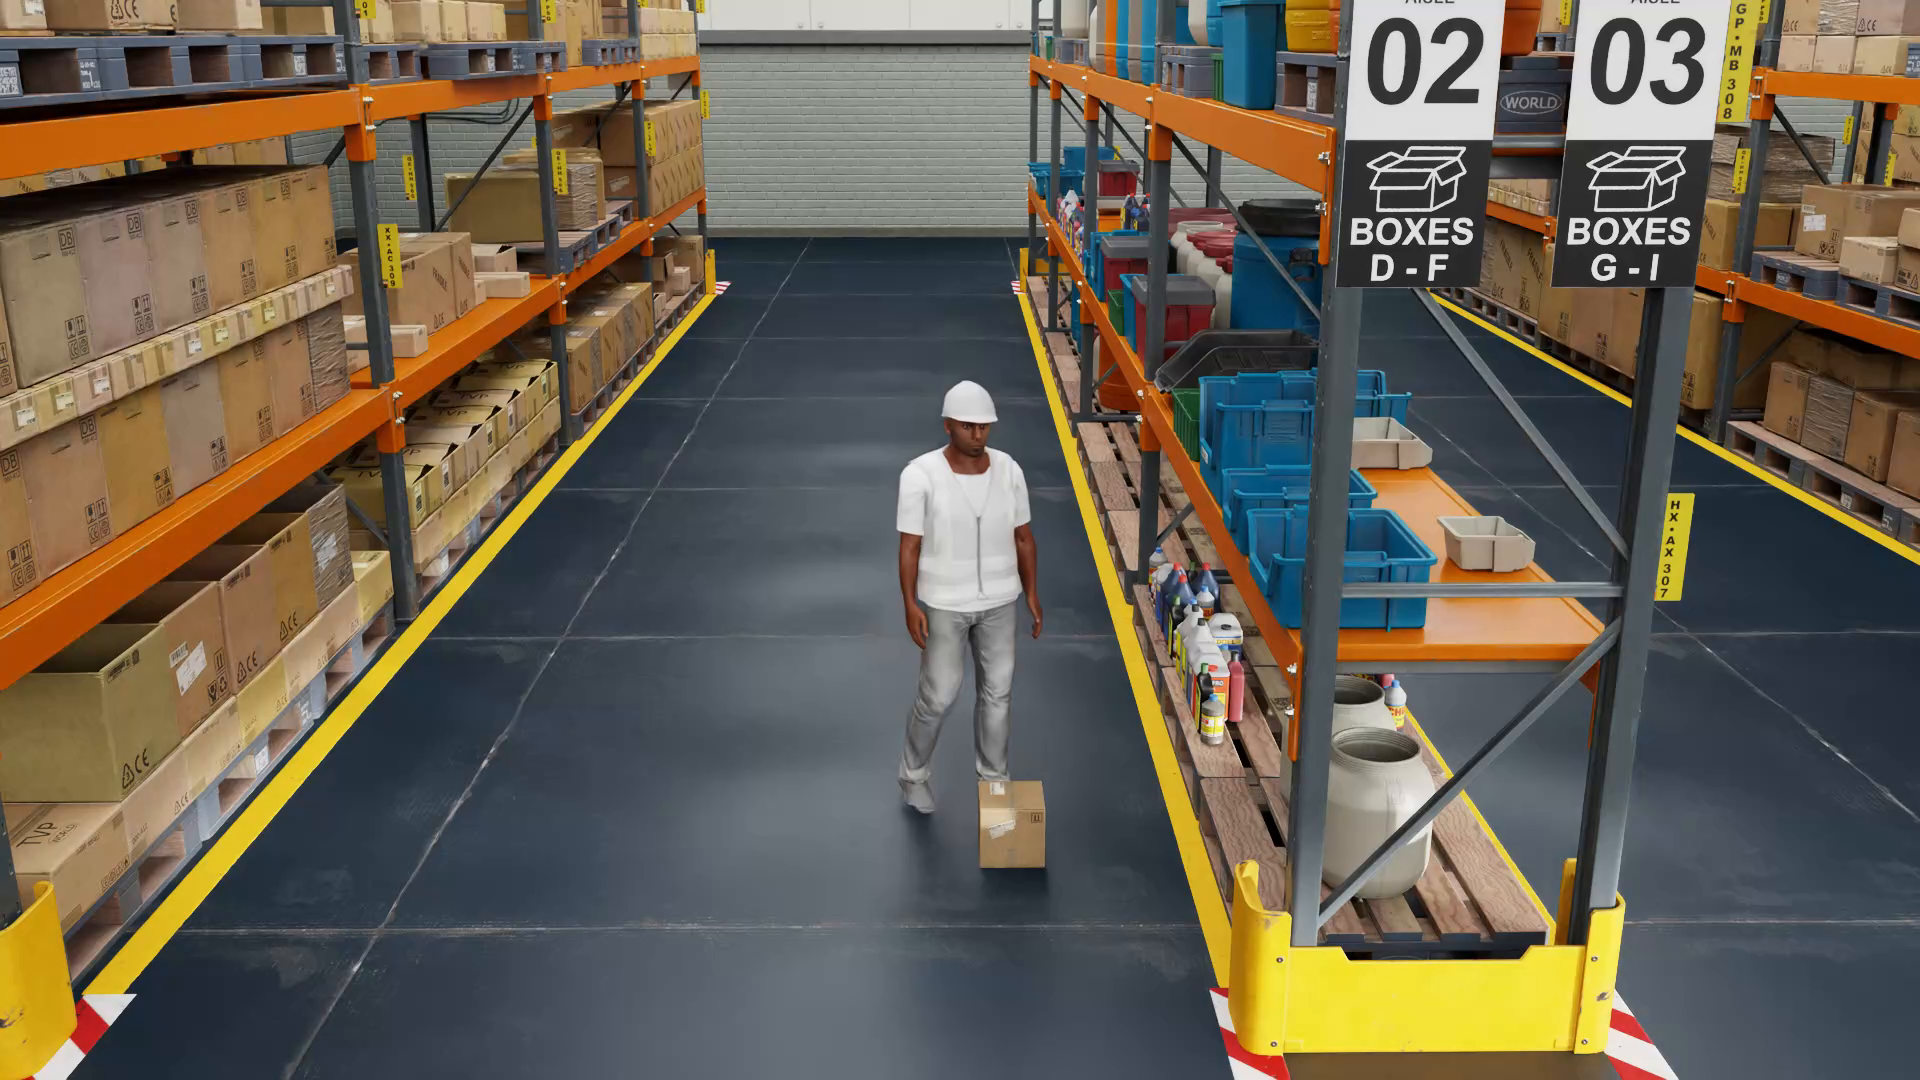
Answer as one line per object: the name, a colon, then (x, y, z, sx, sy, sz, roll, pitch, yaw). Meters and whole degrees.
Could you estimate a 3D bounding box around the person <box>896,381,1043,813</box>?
person: (0.057, 0.271, 6.688, 0.588, 1.810, 0.493, -6, 18, -19)
